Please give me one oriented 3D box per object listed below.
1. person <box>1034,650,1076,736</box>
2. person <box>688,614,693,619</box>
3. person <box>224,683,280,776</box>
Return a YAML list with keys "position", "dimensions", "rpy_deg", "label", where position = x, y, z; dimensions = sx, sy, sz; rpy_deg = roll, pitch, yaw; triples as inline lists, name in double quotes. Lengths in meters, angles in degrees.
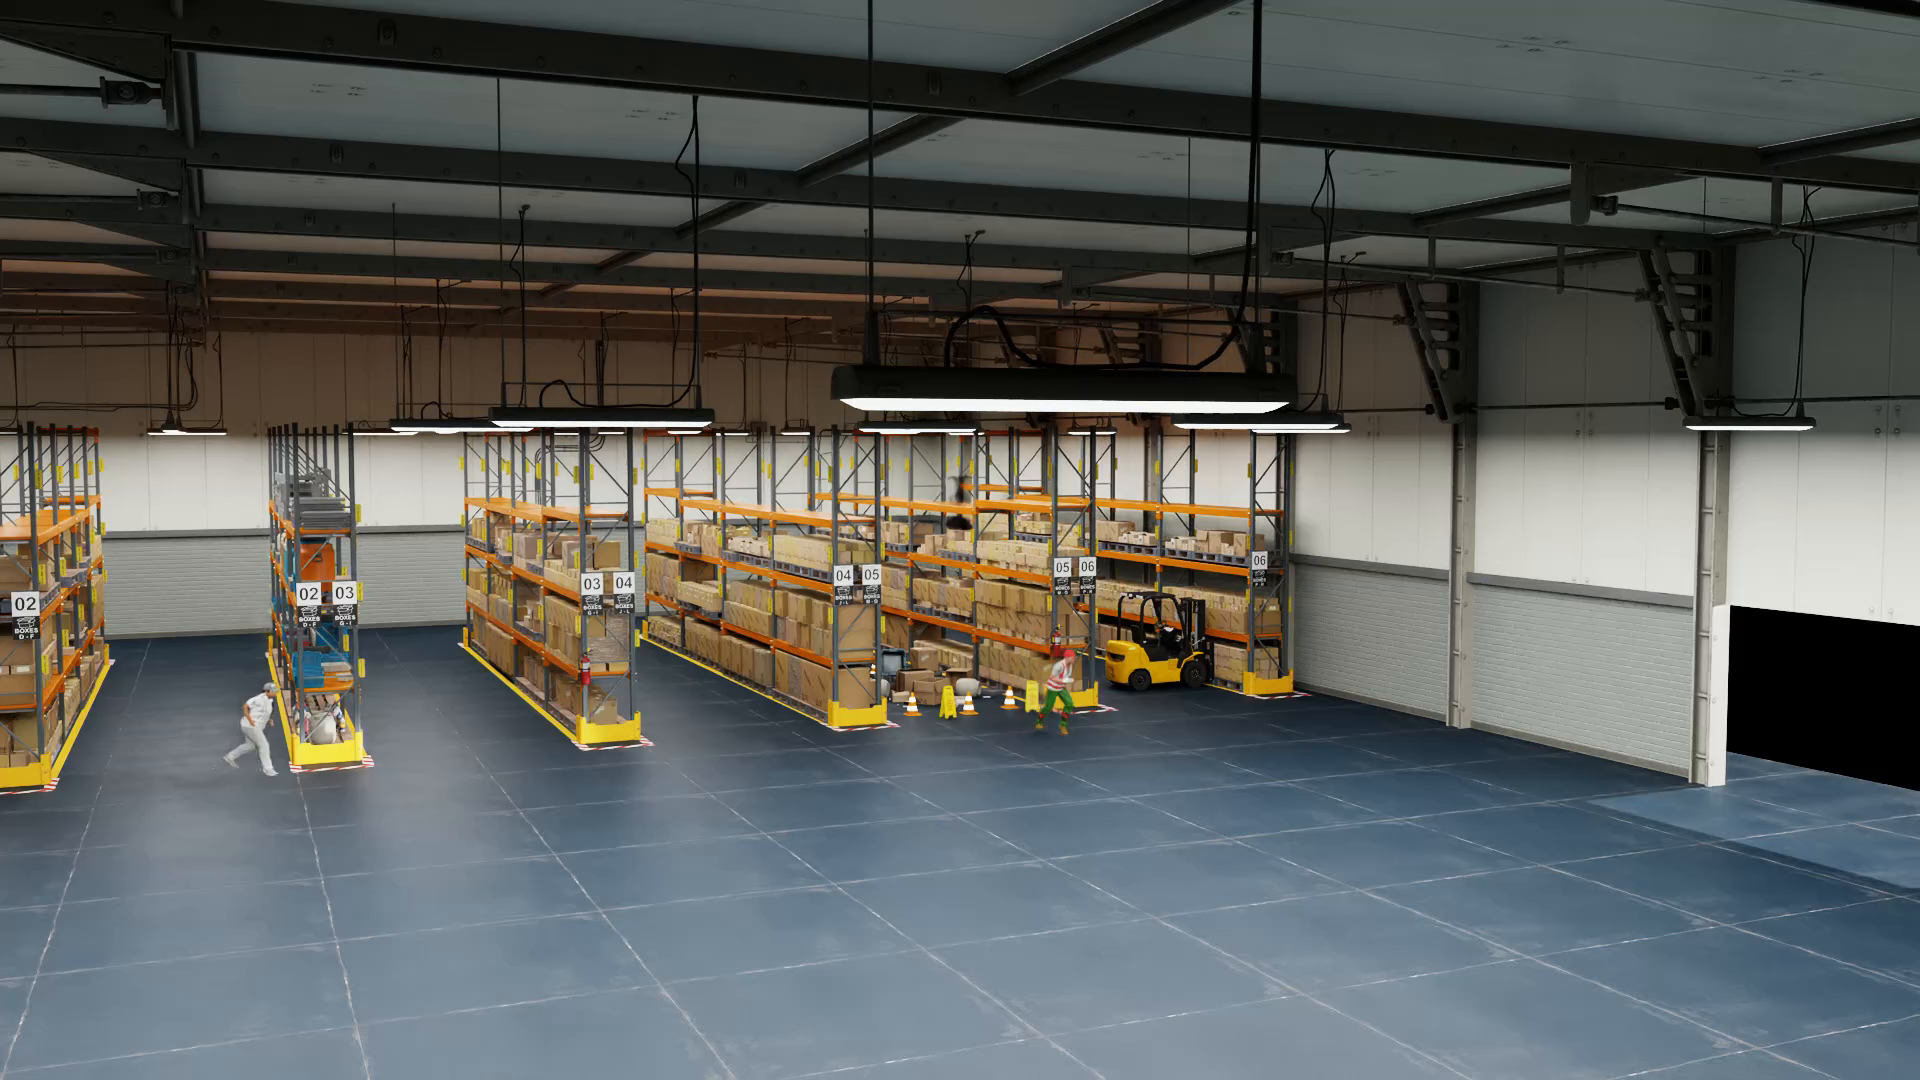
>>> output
- position: [1.866, 2.944, 32.179]
  dimensions: [1.007, 1.715, 0.705]
  rpy_deg: [3, 5, 41]
  label: "person"
- position: [-7.725, 1.864, 48.957]
  dimensions: [0.919, 1.702, 0.594]
  rpy_deg: [0, 4, 7]
  label: "person"
- position: [-12.036, 3.230, 28.253]
  dimensions: [1.018, 1.627, 0.641]
  rpy_deg: [0, 4, 5]
  label: "person"
